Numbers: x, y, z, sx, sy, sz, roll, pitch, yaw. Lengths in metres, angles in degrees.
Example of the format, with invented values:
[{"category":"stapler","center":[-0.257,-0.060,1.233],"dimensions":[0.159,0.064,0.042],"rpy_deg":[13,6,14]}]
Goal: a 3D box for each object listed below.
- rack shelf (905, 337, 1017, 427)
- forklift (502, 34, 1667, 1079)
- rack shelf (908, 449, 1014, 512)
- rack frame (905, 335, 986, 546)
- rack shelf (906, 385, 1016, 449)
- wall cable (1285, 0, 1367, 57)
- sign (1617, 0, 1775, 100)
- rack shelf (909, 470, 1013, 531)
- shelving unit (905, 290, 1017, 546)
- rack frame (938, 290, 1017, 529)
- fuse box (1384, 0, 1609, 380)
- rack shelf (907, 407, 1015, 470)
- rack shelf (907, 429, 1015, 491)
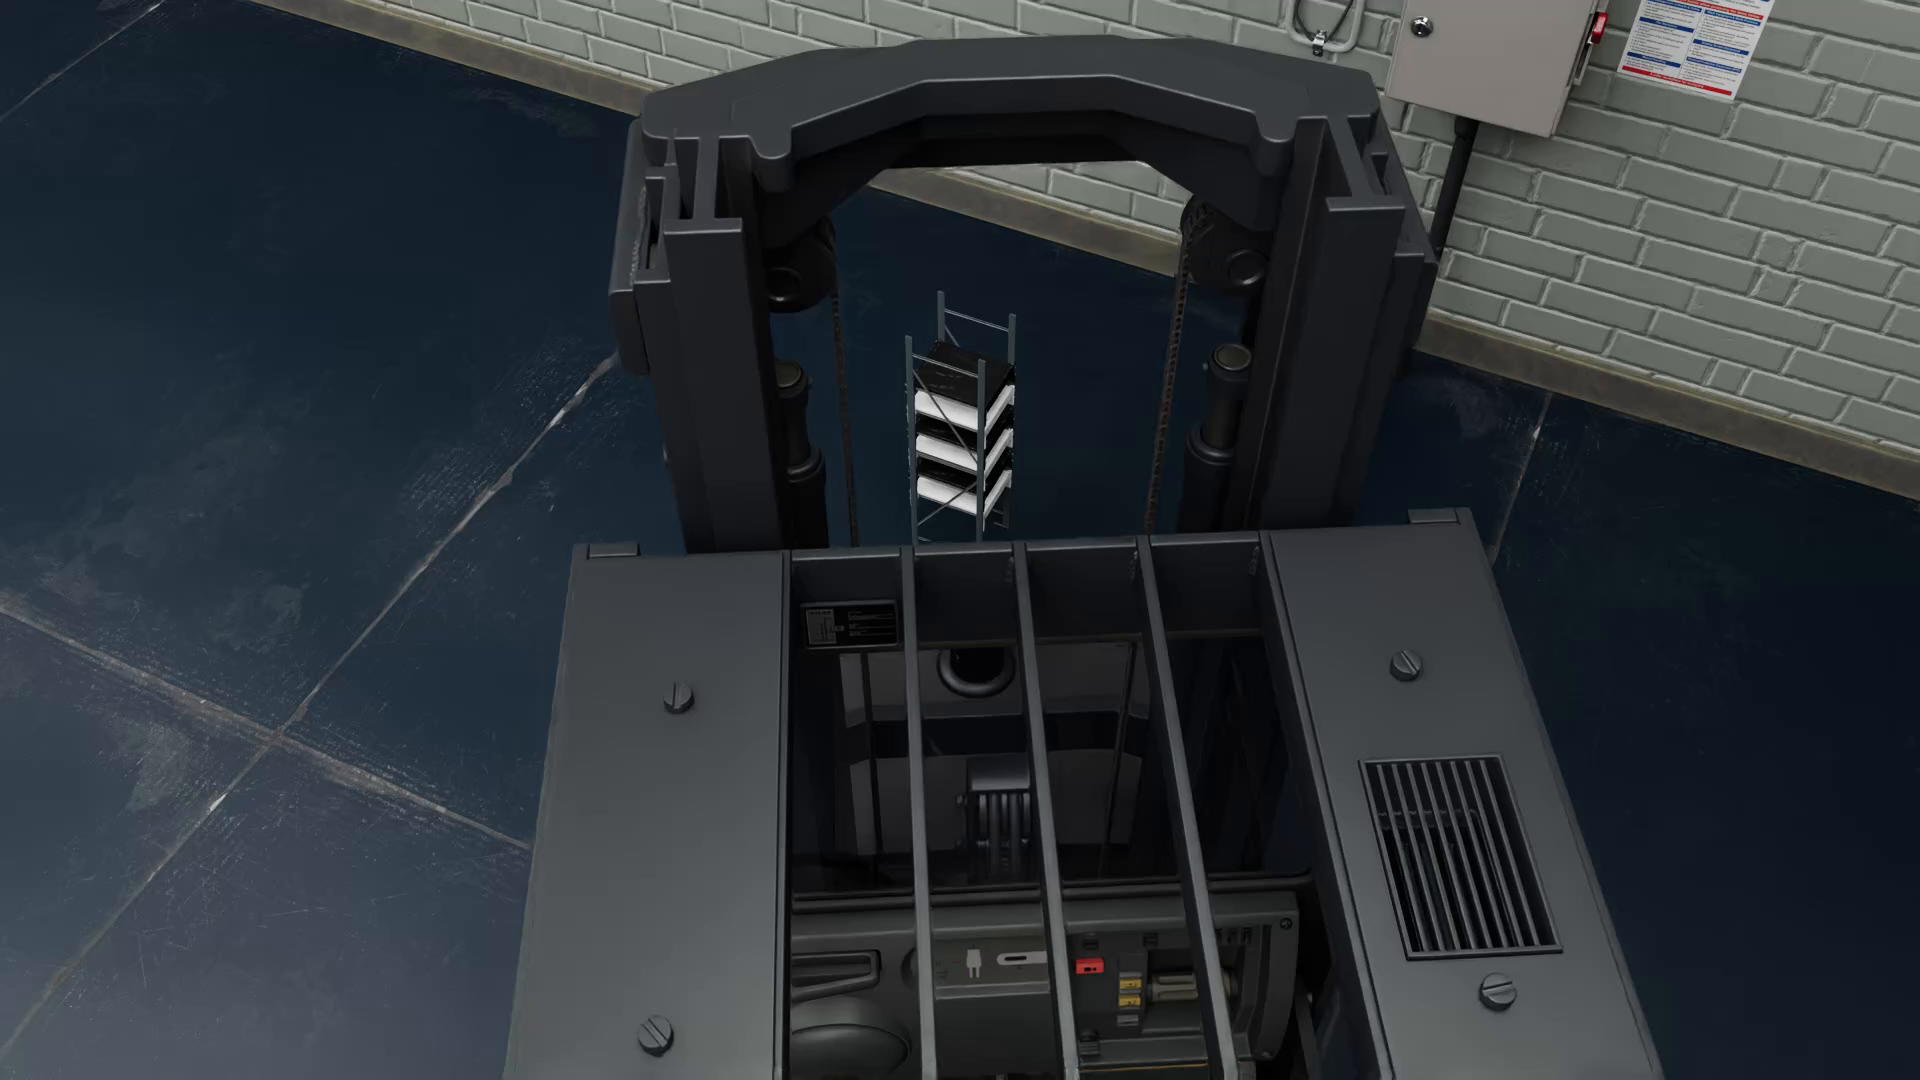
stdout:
[{"category":"rack shelf","center":[0.003,-0.451,4.732],"dimensions":[0.258,0.077,0.200],"rpy_deg":[20,52,16]},{"category":"forklift","center":[0.096,0.881,2.576],"dimensions":[1.130,2.935,3.031],"rpy_deg":[-2,50,-2]},{"category":"rack shelf","center":[0.003,-0.217,5.006],"dimensions":[0.258,0.077,0.200],"rpy_deg":[20,52,16]},{"category":"rack frame","center":[-0.040,-0.227,4.852],"dimensions":[0.240,0.900,0.006],"rpy_deg":[20,52,16]},{"category":"rack shelf","center":[0.003,-0.392,4.800],"dimensions":[0.258,0.077,0.200],"rpy_deg":[20,52,16]},{"category":"wall cable","center":[0.967,-2.173,4.463],"dimensions":[0.588,1.984,0.122],"rpy_deg":[20,52,16]},{"category":"sign","center":[2.052,-1.465,4.589],"dimensions":[0.329,0.494,0.001],"rpy_deg":[20,52,16]},{"category":"rack shelf","center":[0.003,-0.159,5.075],"dimensions":[0.258,0.077,0.200],"rpy_deg":[20,52,16]},{"category":"shelving unit","center":[0.003,-0.297,4.912],"dimensions":[0.258,0.900,0.210],"rpy_deg":[20,52,16]},{"category":"rack frame","center":[0.047,-0.367,4.972],"dimensions":[0.240,0.900,0.006],"rpy_deg":[20,52,16]},{"category":"fuse box","center":[1.517,-1.096,5.059],"dimensions":[0.539,1.711,0.414],"rpy_deg":[20,52,16]},{"category":"rack shelf","center":[0.003,-0.334,4.869],"dimensions":[0.258,0.077,0.200],"rpy_deg":[20,52,16]},{"category":"rack shelf","center":[0.003,-0.276,4.937],"dimensions":[0.258,0.077,0.200],"rpy_deg":[20,52,16]}]
